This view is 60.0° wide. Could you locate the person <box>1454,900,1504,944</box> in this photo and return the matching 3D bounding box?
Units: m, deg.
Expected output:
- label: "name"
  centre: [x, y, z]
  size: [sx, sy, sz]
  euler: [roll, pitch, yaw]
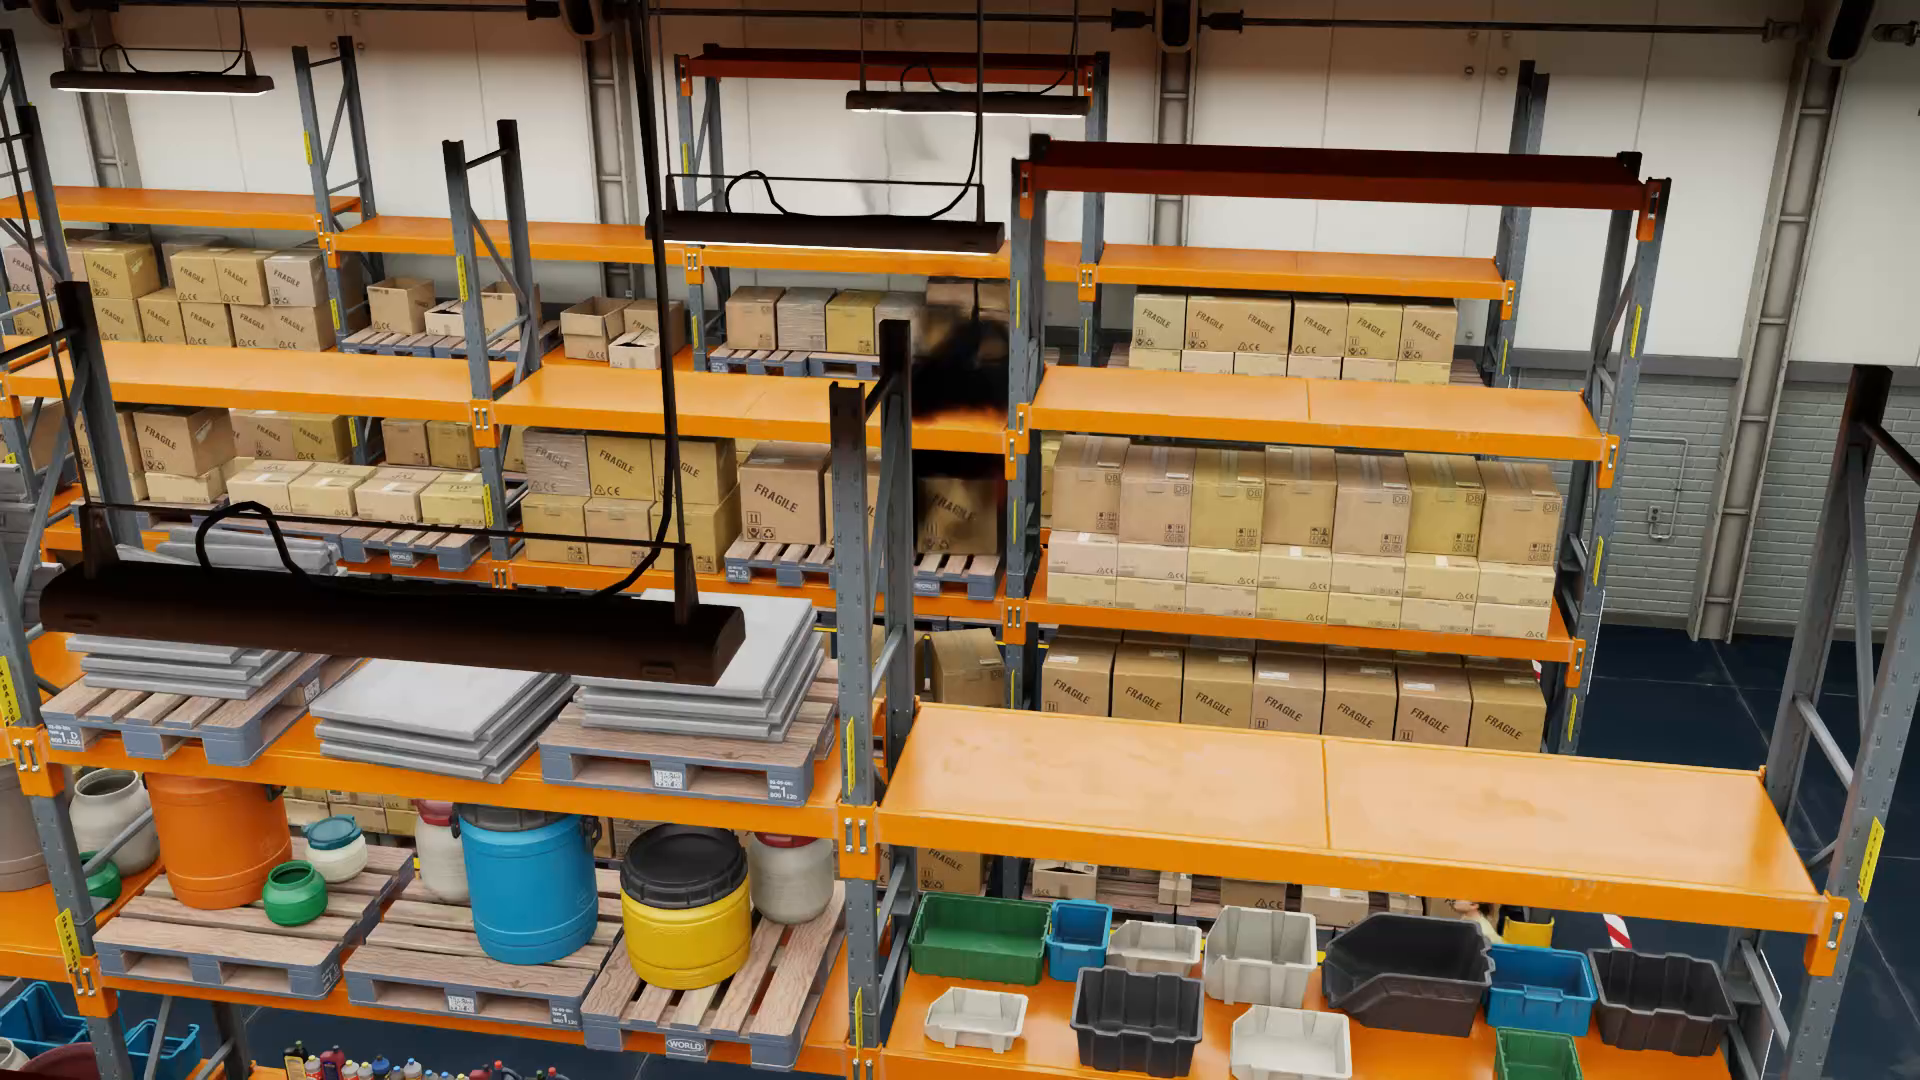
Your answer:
- label: "person"
  centre: [3.381, 2.974, 11.224]
  size: [0.570, 1.511, 0.588]
  euler: [1, 23, 3]
